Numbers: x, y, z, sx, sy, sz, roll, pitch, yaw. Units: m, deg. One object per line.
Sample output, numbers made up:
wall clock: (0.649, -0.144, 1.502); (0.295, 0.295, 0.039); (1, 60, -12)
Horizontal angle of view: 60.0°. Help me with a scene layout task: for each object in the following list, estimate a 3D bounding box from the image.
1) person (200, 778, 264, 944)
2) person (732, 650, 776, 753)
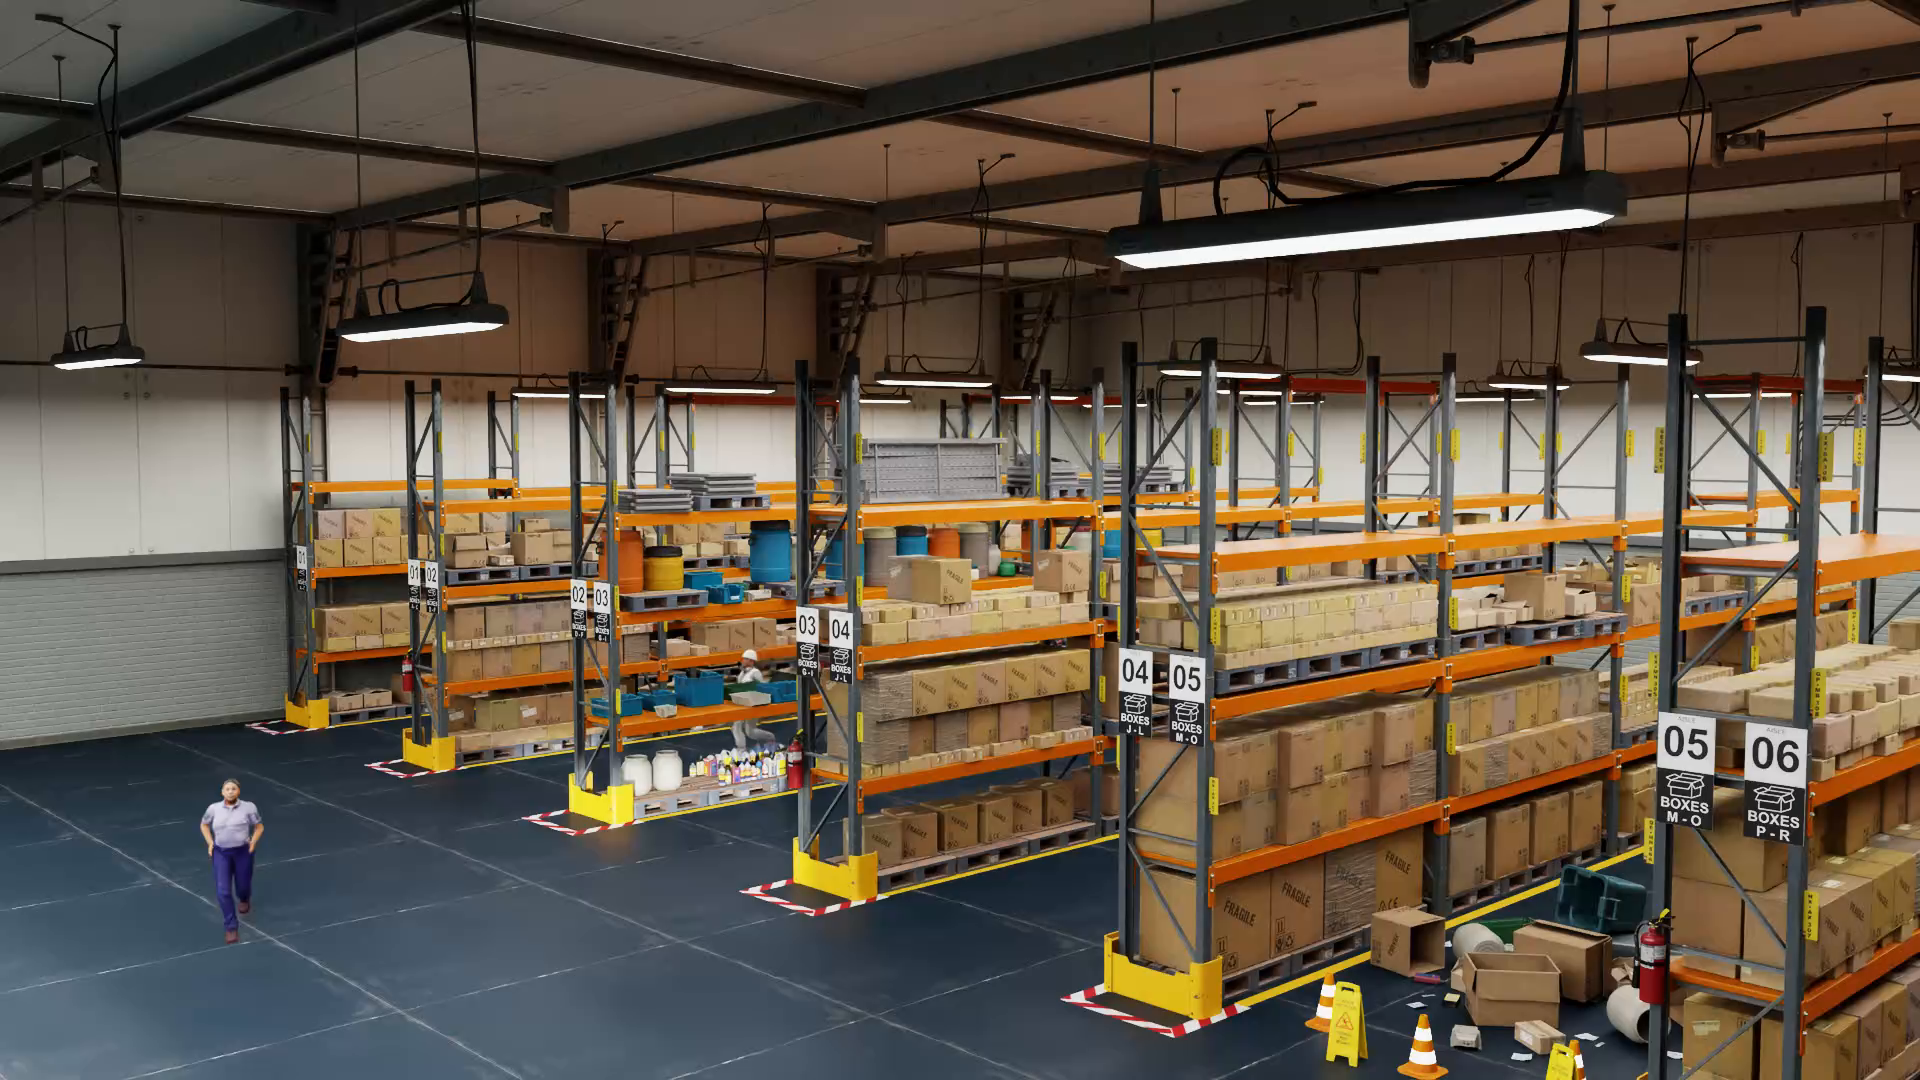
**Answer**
person: (-7.519, 3.278, 17.190); (0.607, 1.625, 0.777); (-1, 4, -21)
person: (-3.306, 2.608, 26.328); (0.789, 1.753, 0.673); (-3, 5, -43)
